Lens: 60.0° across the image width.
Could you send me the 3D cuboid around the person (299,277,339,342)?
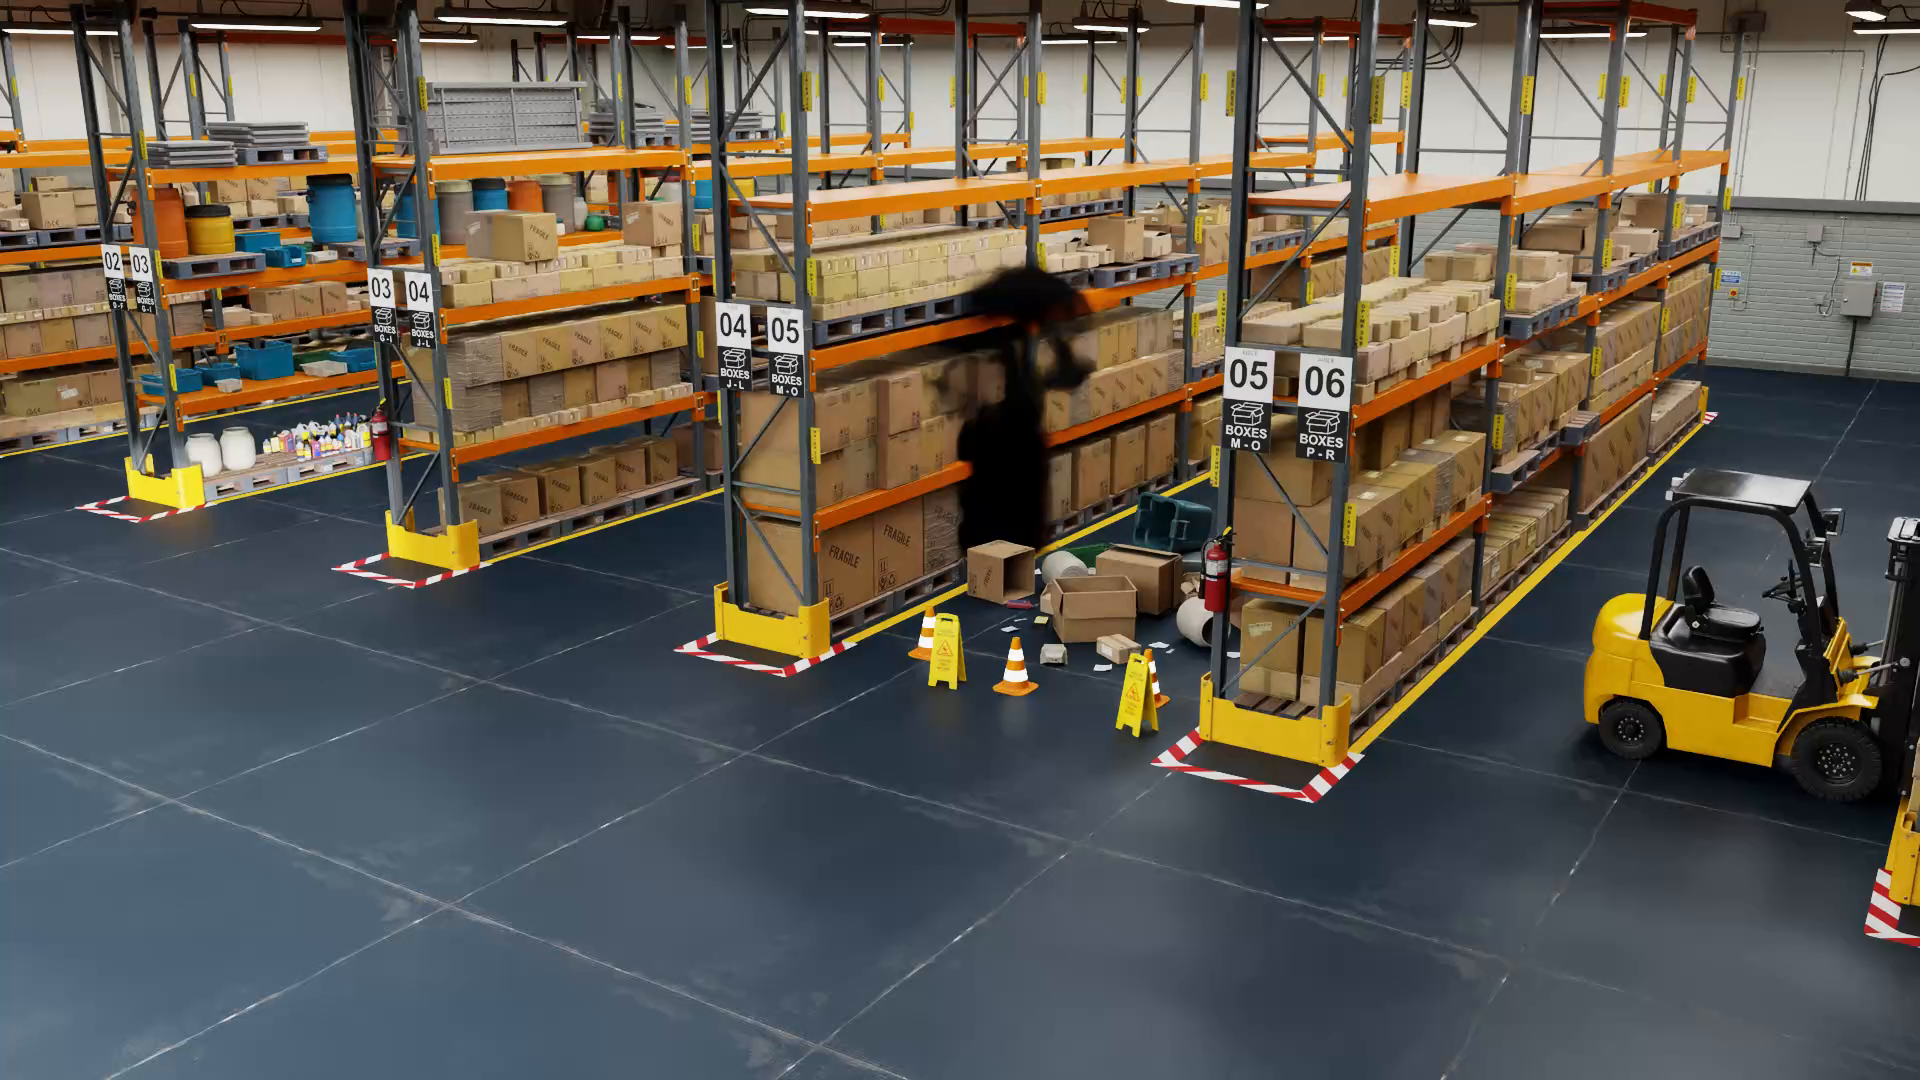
[{"bbox_3d":[-12.114,-4.214,31.411,0.539,1.626,0.692,8,18,27],"label":"person"}]
